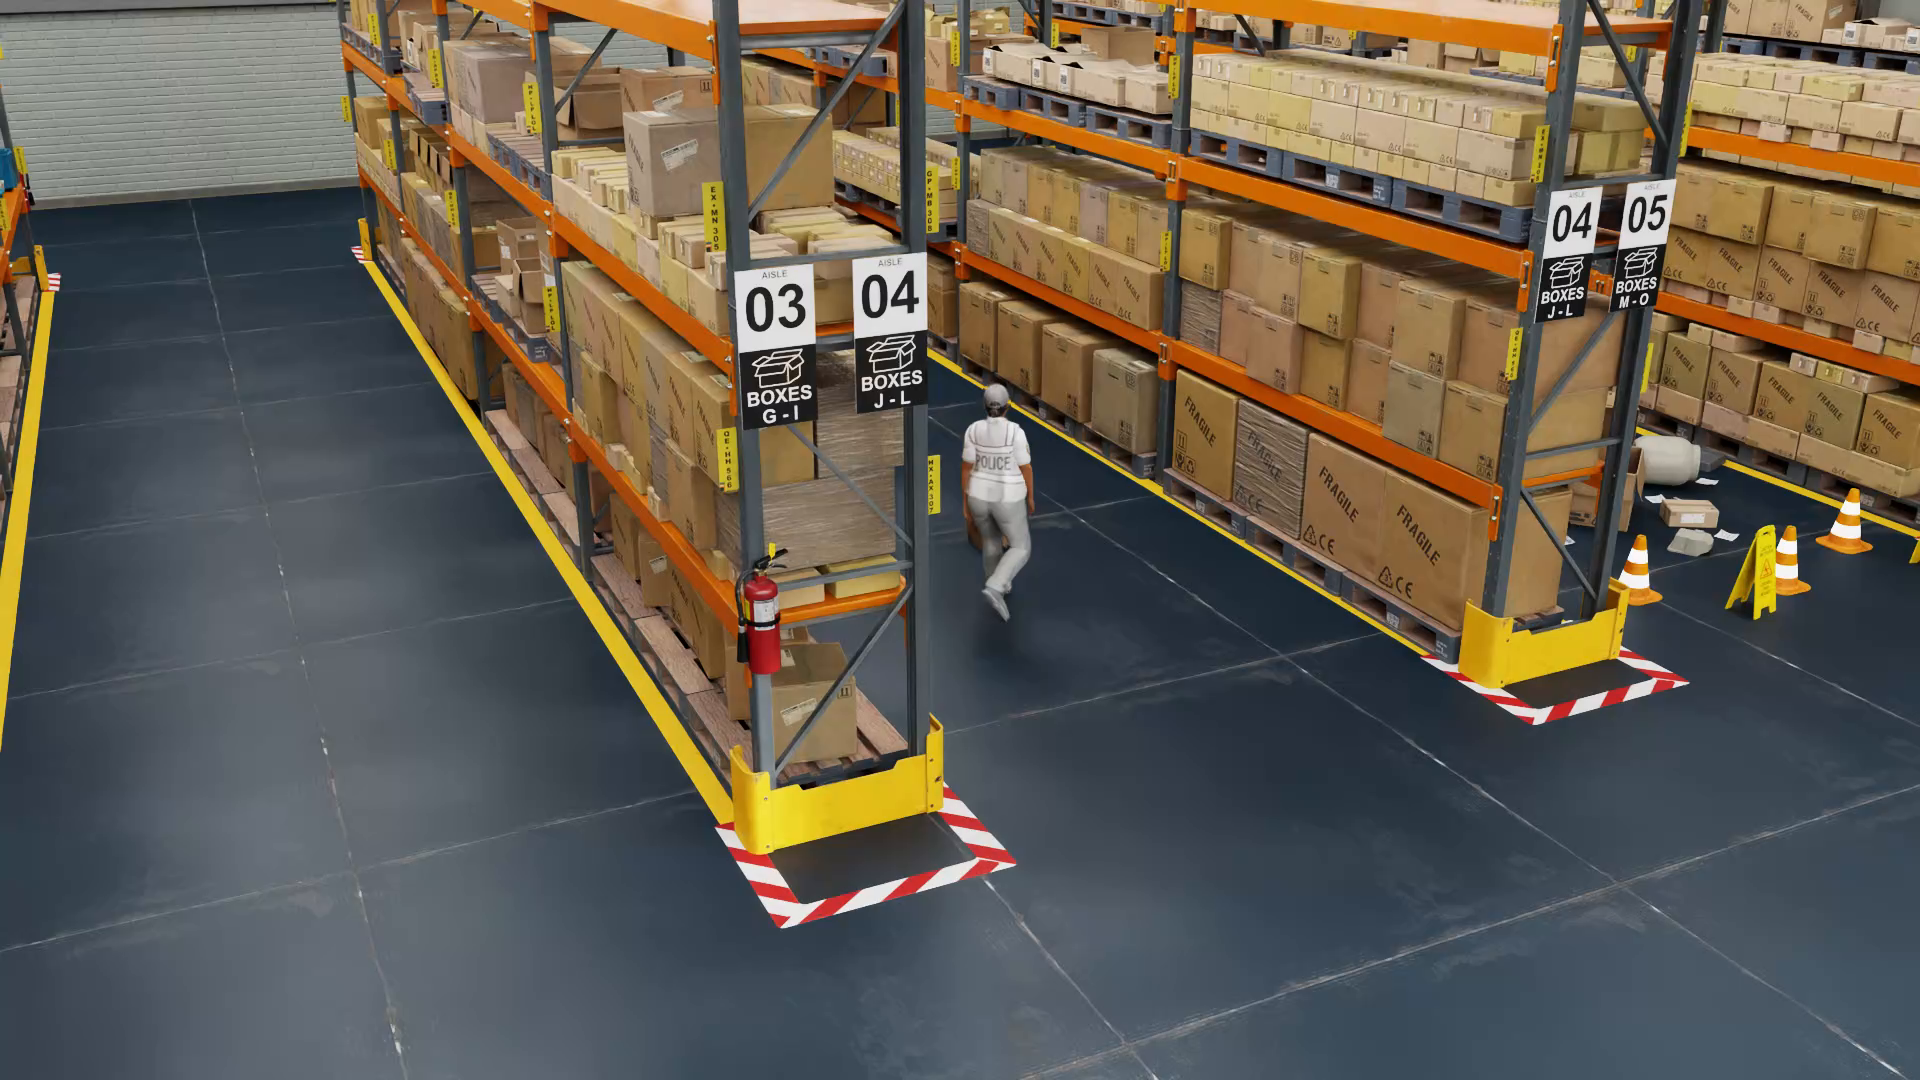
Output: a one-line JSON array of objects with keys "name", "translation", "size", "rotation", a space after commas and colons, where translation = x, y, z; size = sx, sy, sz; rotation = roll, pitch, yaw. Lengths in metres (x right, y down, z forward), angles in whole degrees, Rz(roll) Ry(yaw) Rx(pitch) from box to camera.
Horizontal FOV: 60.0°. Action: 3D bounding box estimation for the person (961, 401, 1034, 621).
[{"name": "person", "translation": [0.239, -0.264, 11.651], "size": [0.499, 1.628, 0.769], "rotation": [9, 24, 21]}]
